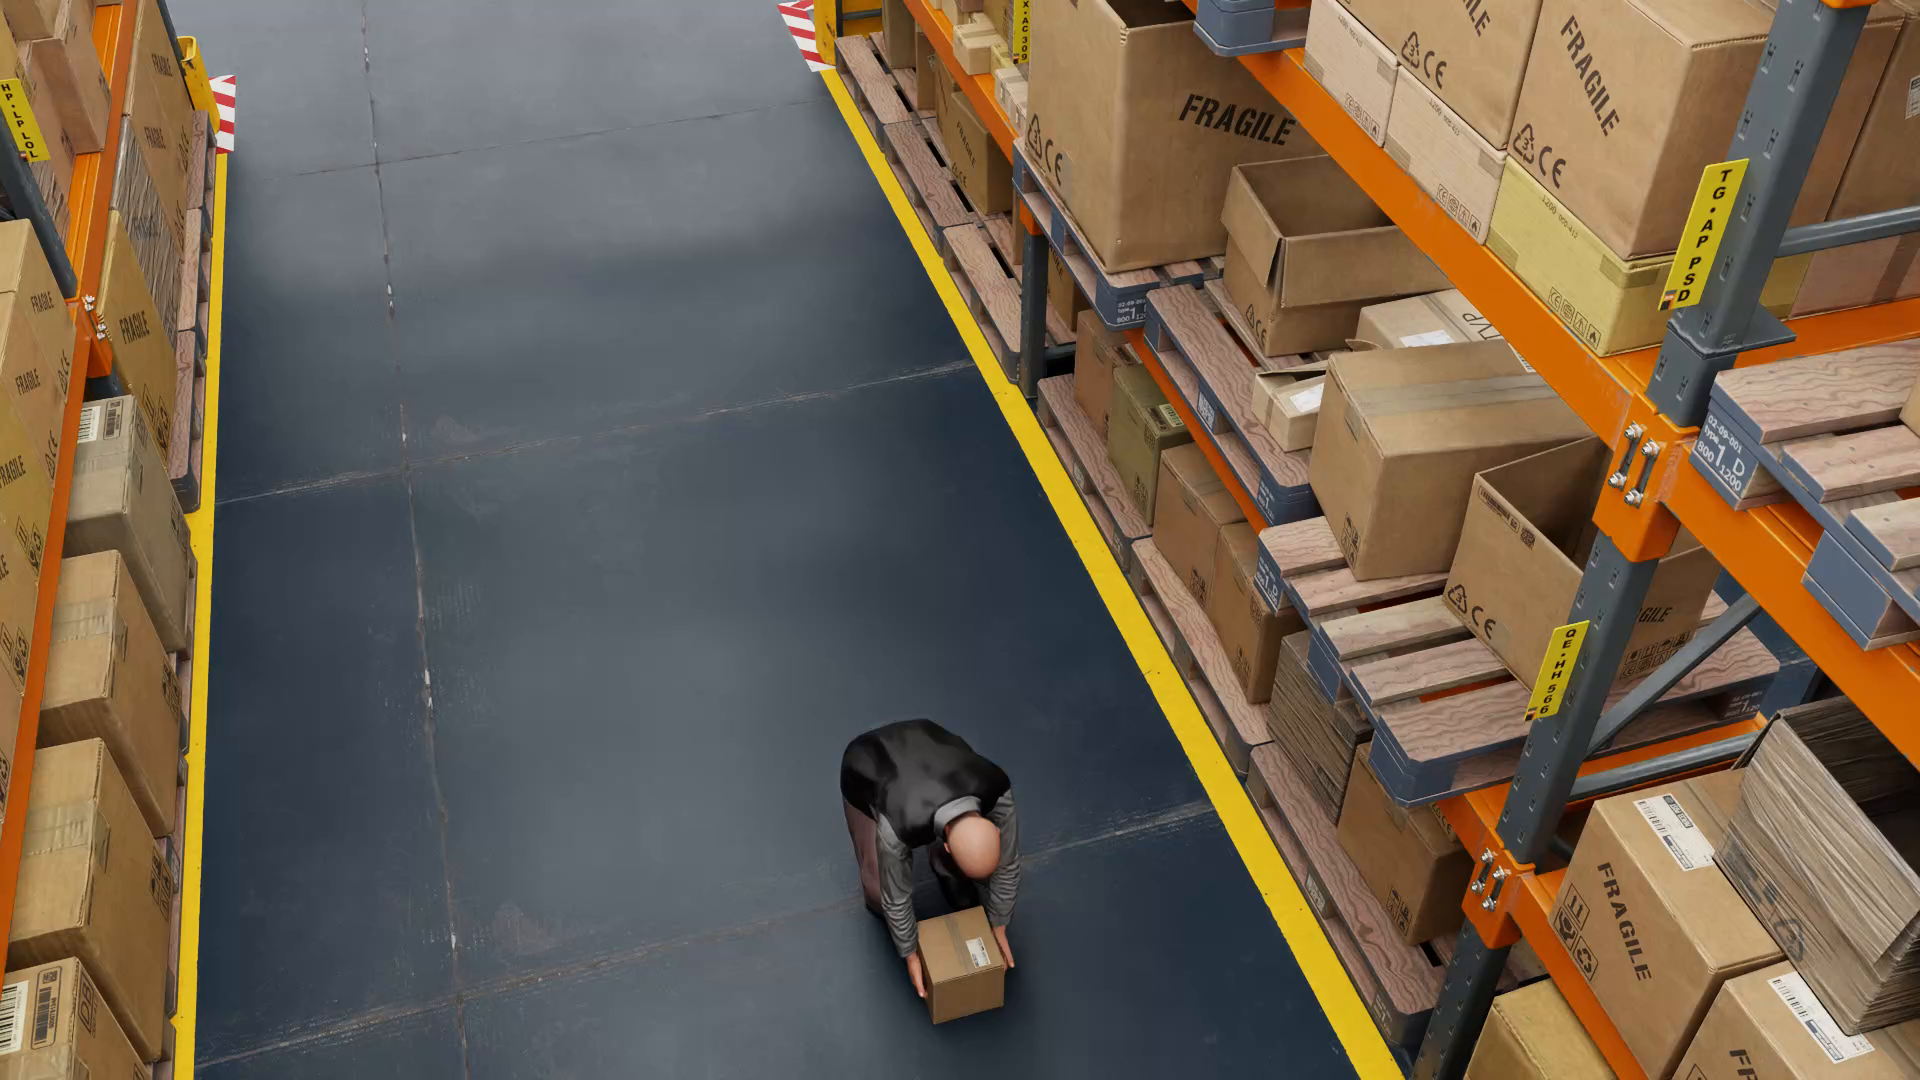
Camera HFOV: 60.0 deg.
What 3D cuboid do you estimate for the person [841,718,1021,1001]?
[{"bbox_3d":[-0.103,1.012,5.714,0.534,0.846,0.871,-12,43,-13],"label":"person"}]
